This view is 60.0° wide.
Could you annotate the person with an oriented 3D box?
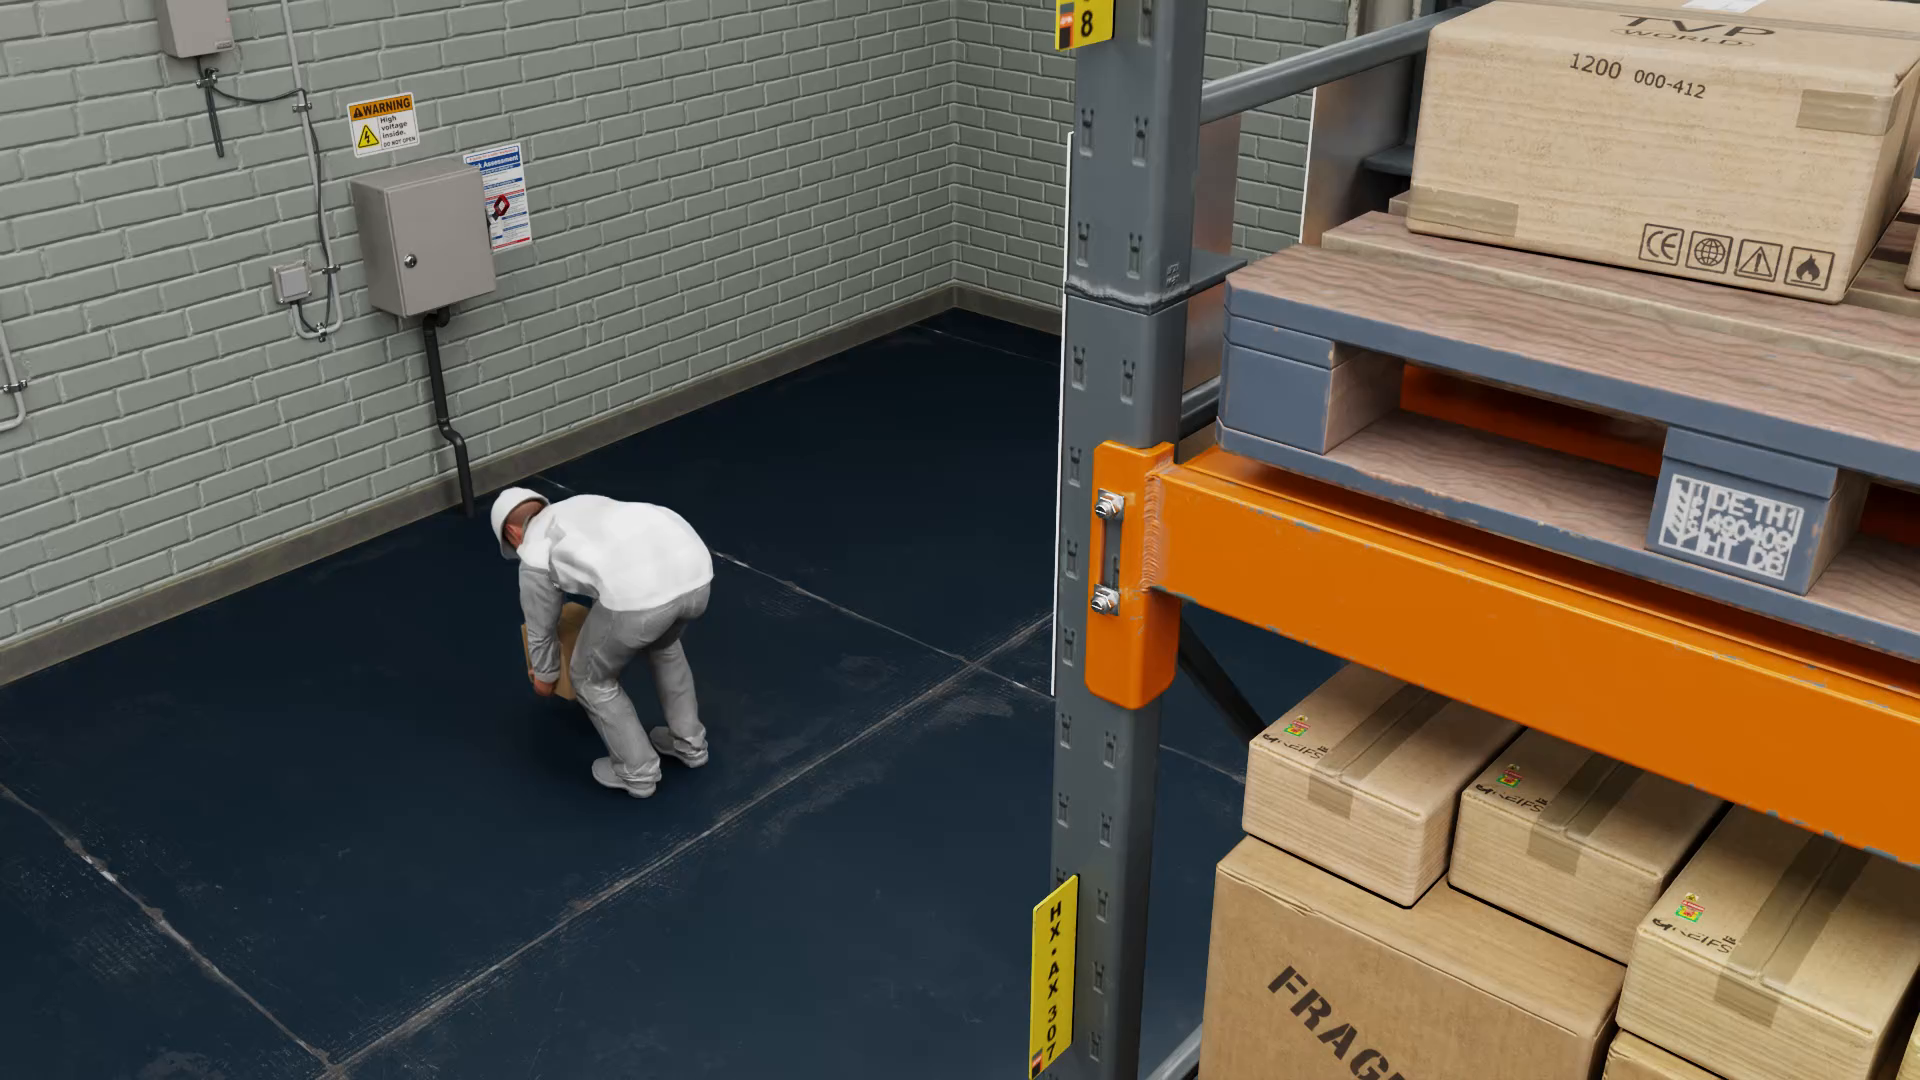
[{"bbox_3d":[-1.354,0.321,6.213,1.013,1.089,0.481,19,33,33],"label":"person"}]
